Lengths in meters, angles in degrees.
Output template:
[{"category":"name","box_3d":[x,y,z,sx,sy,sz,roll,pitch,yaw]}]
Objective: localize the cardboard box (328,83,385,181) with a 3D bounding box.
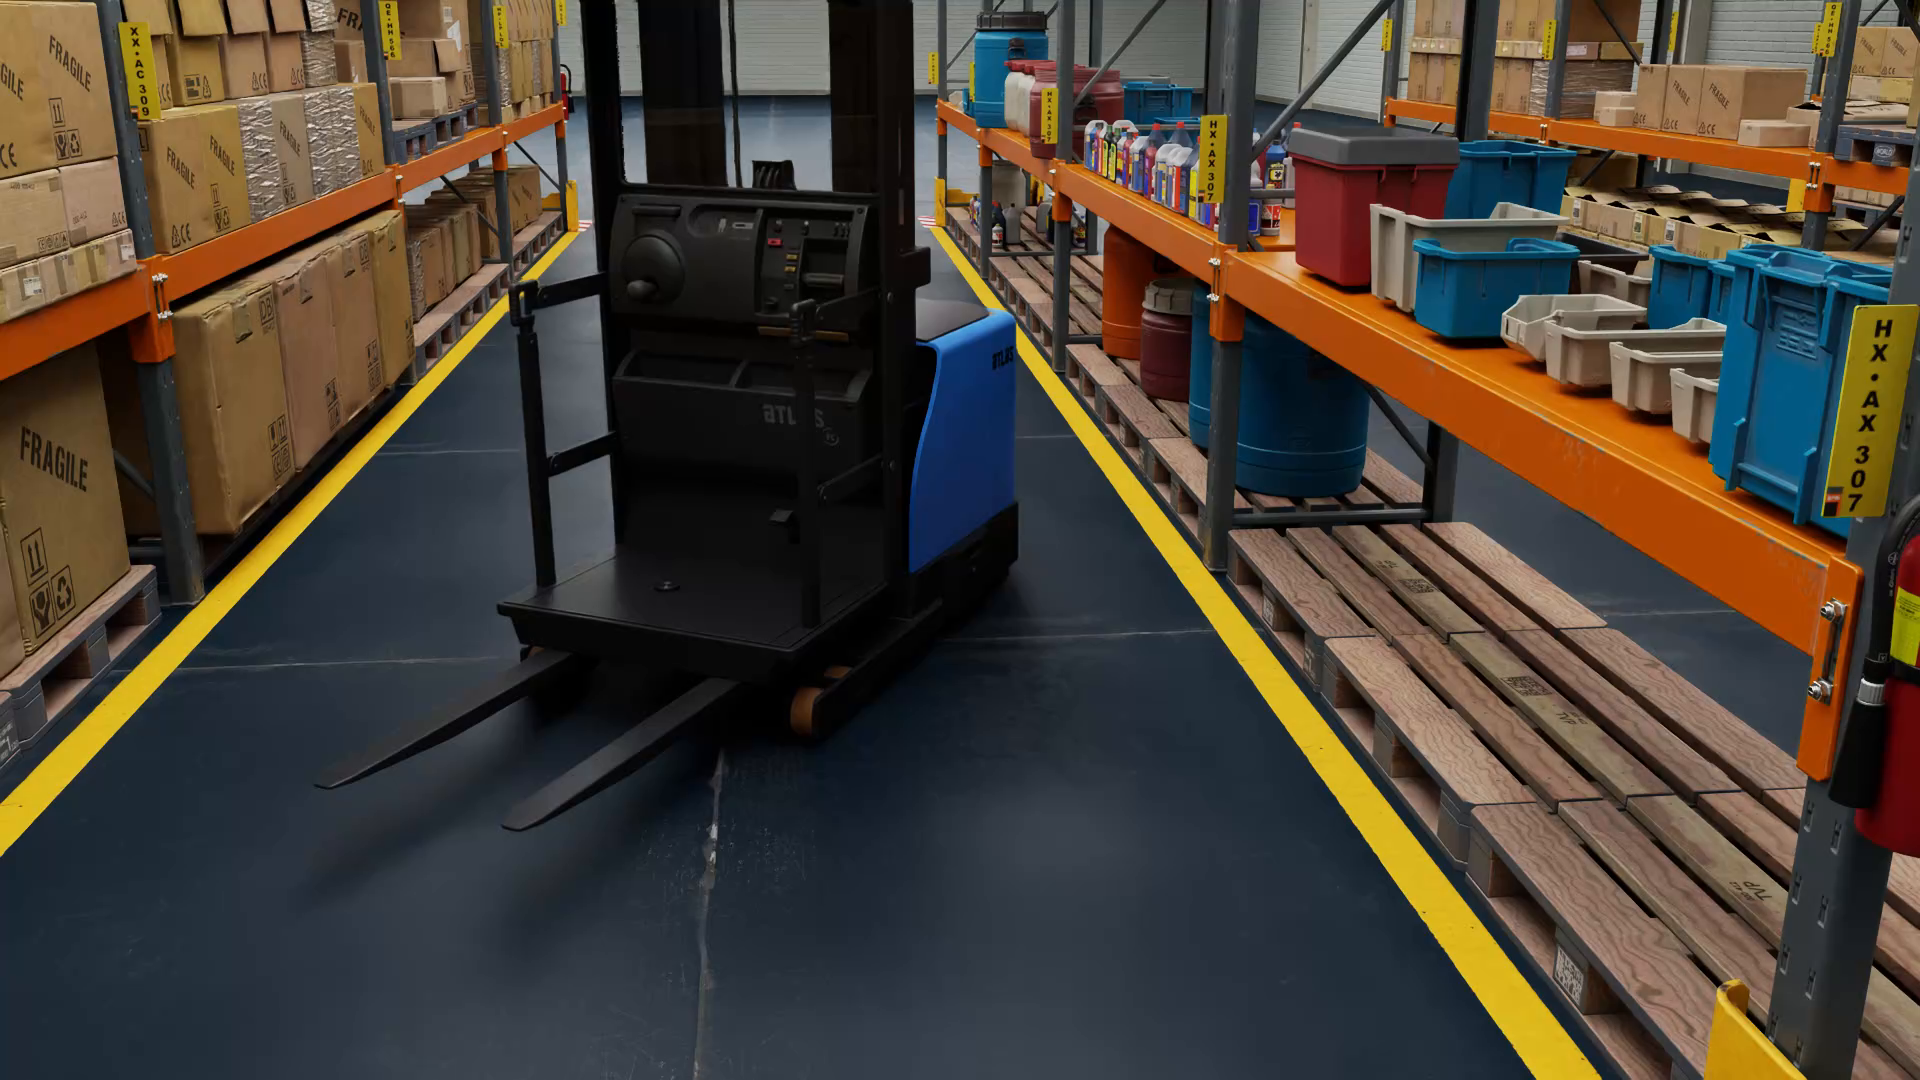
[{"category":"cardboard box","box_3d":[-3.538,-2.274,9.245,0.500,0.500,0.500,-1,17,-4]}]

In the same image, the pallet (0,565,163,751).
[{"category":"pallet","box_3d":[-3.422,0.386,5.597,1.003,0.211,1.213,-2,18,-6]}]

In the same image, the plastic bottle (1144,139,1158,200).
[{"category":"plastic bottle","box_3d":[0.945,-1.814,8.144,0.061,0.283,0.133,-2,18,-6]}]

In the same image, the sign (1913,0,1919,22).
[{"category":"sign","box_3d":[10.674,-5.923,18.573,0.100,0.325,0.005,-2,18,-6]}]

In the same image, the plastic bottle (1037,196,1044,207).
[{"category":"plastic bottle","box_3d":[0.784,-3.203,16.172,0.061,0.283,0.133,-2,18,-6]}]

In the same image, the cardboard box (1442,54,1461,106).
[{"category":"cardboard box","box_3d":[5.333,-4.658,16.839,0.700,0.500,0.500,-2,18,-5]}]

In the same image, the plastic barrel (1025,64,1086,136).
[{"category":"plastic barrel","box_3d":[0.679,-3.136,11.931,0.433,0.535,0.433,0,17,0]}]

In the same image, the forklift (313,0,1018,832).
[{"category":"forklift","box_3d":[-0.809,-0.921,5.217,1.130,2.935,3.031,7,19,22]}]

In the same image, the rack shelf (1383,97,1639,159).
[{"category":"rack shelf","box_3d":[5.400,-4.115,16.477,1.077,0.370,4.000,-2,18,-6]}]

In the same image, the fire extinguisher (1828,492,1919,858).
[{"category":"fire extinguisher","box_3d":[1.480,0.139,2.479,0.296,0.674,0.183,-2,18,-6]}]

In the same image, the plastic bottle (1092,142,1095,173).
[{"category":"plastic bottle","box_3d":[0.809,-2.221,9.574,0.097,0.201,0.097,0,17,0]}]

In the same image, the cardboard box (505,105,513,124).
[{"category":"cardboard box","box_3d":[-3.984,-3.586,14.010,0.380,0.149,0.250,-2,18,-6]}]

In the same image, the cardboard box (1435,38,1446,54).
[{"category":"cardboard box","box_3d":[5.098,-5.059,17.035,0.380,0.149,0.250,-2,18,-6]}]

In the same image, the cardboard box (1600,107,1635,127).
[{"category":"cardboard box","box_3d":[5.494,-3.472,13.648,0.380,0.149,0.250,-2,18,-6]}]

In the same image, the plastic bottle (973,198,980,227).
[{"category":"plastic bottle","box_3d":[0.178,-3.158,16.050,0.097,0.271,0.097,0,17,0]}]

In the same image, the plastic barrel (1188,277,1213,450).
[{"category":"plastic barrel","box_3d":[1.391,-0.900,7.837,0.600,0.901,0.708,-2,18,-6]}]

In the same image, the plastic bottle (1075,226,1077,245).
[{"category":"plastic bottle","box_3d":[1.071,-2.724,14.783,0.097,0.201,0.097,0,17,0]}]

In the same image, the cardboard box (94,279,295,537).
[{"category":"cardboard box","box_3d":[-3.509,-0.551,6.769,1.225,0.875,0.875,-2,18,-5]}]

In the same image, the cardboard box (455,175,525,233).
[{"category":"cardboard box","box_3d":[-4.471,-3.206,15.854,0.500,0.500,0.500,0,17,0]}]

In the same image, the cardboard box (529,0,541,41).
[{"category":"cardboard box","box_3d":[-4.252,-4.962,15.641,0.500,0.500,0.500,-2,18,-6]}]

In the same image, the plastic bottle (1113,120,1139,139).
[{"category":"plastic bottle","box_3d":[0.966,-2.325,9.783,0.152,0.276,0.135,-2,18,-6]}]

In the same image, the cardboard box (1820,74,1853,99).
[{"category":"cardboard box","box_3d":[9.855,-4.991,18.284,0.500,0.250,0.500,-2,18,-7]}]

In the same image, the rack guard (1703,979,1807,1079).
[{"category":"rack guard","box_3d":[1.932,1.064,2.953,1.175,0.500,0.348,-2,18,-6]}]

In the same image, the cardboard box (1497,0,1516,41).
[{"category":"cardboard box","box_3d":[5.449,-4.961,15.638,0.700,0.500,0.500,-2,18,-6]}]

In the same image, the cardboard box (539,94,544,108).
[{"category":"cardboard box","box_3d":[-4.313,-4.328,16.376,0.380,0.149,0.250,-2,18,-6]}]

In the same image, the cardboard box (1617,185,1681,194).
[{"category":"cardboard box","box_3d":[5.933,-2.907,14.380,0.500,0.311,0.500,-2,18,-6]}]

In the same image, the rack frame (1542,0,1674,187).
[{"category":"rack frame","box_3d":[5.606,-3.862,14.472,1.000,3.000,0.127,-2,18,-6]}]

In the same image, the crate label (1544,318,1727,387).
[{"category":"crate label","box_3d":[1.583,-0.444,3.925,0.396,0.136,0.243,-2,18,-6]}]

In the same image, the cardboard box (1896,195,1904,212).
[{"category":"cardboard box","box_3d":[10.187,-3.627,17.160,0.700,0.500,0.500,-3,18,-9]}]

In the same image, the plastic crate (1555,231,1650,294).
[{"category":"plastic crate","box_3d":[1.886,-0.899,5.392,0.437,0.125,0.590,-2,18,-6]}]

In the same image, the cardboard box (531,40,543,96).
[{"category":"cardboard box","box_3d":[-4.452,-4.478,15.771,0.875,0.500,0.500,-2,18,-6]}]

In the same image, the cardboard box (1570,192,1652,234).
[{"category":"cardboard box","box_3d":[5.447,-2.738,13.844,0.500,0.311,0.500,-2,18,-6]}]

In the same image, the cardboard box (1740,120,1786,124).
[{"category":"cardboard box","box_3d":[5.831,-2.929,11.918,0.380,0.149,0.250,0,17,-2]}]

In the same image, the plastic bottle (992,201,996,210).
[{"category":"plastic bottle","box_3d":[0.306,-2.897,15.084,0.144,0.351,0.185,-3,18,-8]}]

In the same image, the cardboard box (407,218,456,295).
[{"category":"cardboard box","box_3d":[-4.117,-2.082,12.239,0.700,0.500,0.500,-3,18,-10]}]

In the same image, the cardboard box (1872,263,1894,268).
[{"category":"cardboard box","box_3d":[5.841,-1.388,10.028,0.500,0.500,0.500,-2,18,-8]}]

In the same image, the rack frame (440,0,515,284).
[{"category":"rack frame","box_3d":[-4.248,-3.557,13.500,1.000,3.000,0.127,-2,18,-6]}]

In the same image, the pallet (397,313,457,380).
[{"category":"pallet","box_3d":[-3.915,-1.268,10.864,1.003,0.211,1.213,-2,18,-6]}]

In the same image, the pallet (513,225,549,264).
[{"category":"pallet","box_3d":[-4.481,-2.790,15.712,1.003,0.211,1.213,-2,18,-6]}]

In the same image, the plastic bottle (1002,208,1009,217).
[{"category":"plastic bottle","box_3d":[0.450,-2.873,15.133,0.152,0.276,0.135,-2,18,-6]}]

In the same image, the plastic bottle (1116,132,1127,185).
[{"category":"plastic bottle","box_3d":[0.884,-2.037,8.871,0.097,0.271,0.097,0,17,0]}]

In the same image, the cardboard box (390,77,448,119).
[{"category":"cardboard box","box_3d":[-3.780,-3.001,11.277,0.500,0.250,0.500,-2,18,-7]}]

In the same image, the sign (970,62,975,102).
[{"category":"sign","box_3d":[0.130,-3.829,13.903,0.100,0.325,0.005,-2,18,-6]}]

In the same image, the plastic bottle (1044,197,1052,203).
[{"category":"plastic bottle","box_3d":[0.890,-3.203,16.184,0.152,0.276,0.135,-2,18,-5]}]

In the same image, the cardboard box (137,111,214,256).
[{"category":"cardboard box","box_3d":[-3.222,-1.366,6.355,0.500,0.500,0.500,-2,18,-5]}]

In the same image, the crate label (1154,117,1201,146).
[{"category":"crate label","box_3d":[1.420,-2.576,10.654,0.303,0.233,0.416,-2,18,-6]}]

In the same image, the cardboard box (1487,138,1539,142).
[{"category":"cardboard box","box_3d":[5.662,-3.852,17.077,0.500,0.500,0.500,-2,18,-6]}]

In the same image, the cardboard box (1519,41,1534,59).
[{"category":"cardboard box","box_3d":[5.312,-4.446,15.080,0.380,0.149,0.250,-2,18,-7]}]

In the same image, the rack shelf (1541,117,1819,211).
[{"category":"rack shelf","box_3d":[5.812,-2.923,12.681,1.077,0.370,4.000,-2,18,-6]}]

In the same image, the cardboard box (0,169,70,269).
[{"category":"cardboard box","box_3d":[-3.060,-0.967,5.002,0.500,0.250,0.500,-1,17,-4]}]

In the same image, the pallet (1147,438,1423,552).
[{"category":"pallet","box_3d":[1.466,-0.228,7.550,1.003,0.211,1.213,-2,18,-6]}]

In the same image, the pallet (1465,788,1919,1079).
[{"category":"pallet","box_3d":[1.870,0.948,3.804,1.003,0.211,1.213,-2,18,-6]}]

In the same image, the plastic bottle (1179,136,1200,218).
[{"category":"plastic bottle","box_3d":[1.064,-1.622,7.419,0.144,0.351,0.185,-2,18,-6]}]

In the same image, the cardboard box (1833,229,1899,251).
[{"category":"cardboard box","box_3d":[6.257,-1.992,11.467,0.500,0.311,0.500,-1,17,-4]}]
